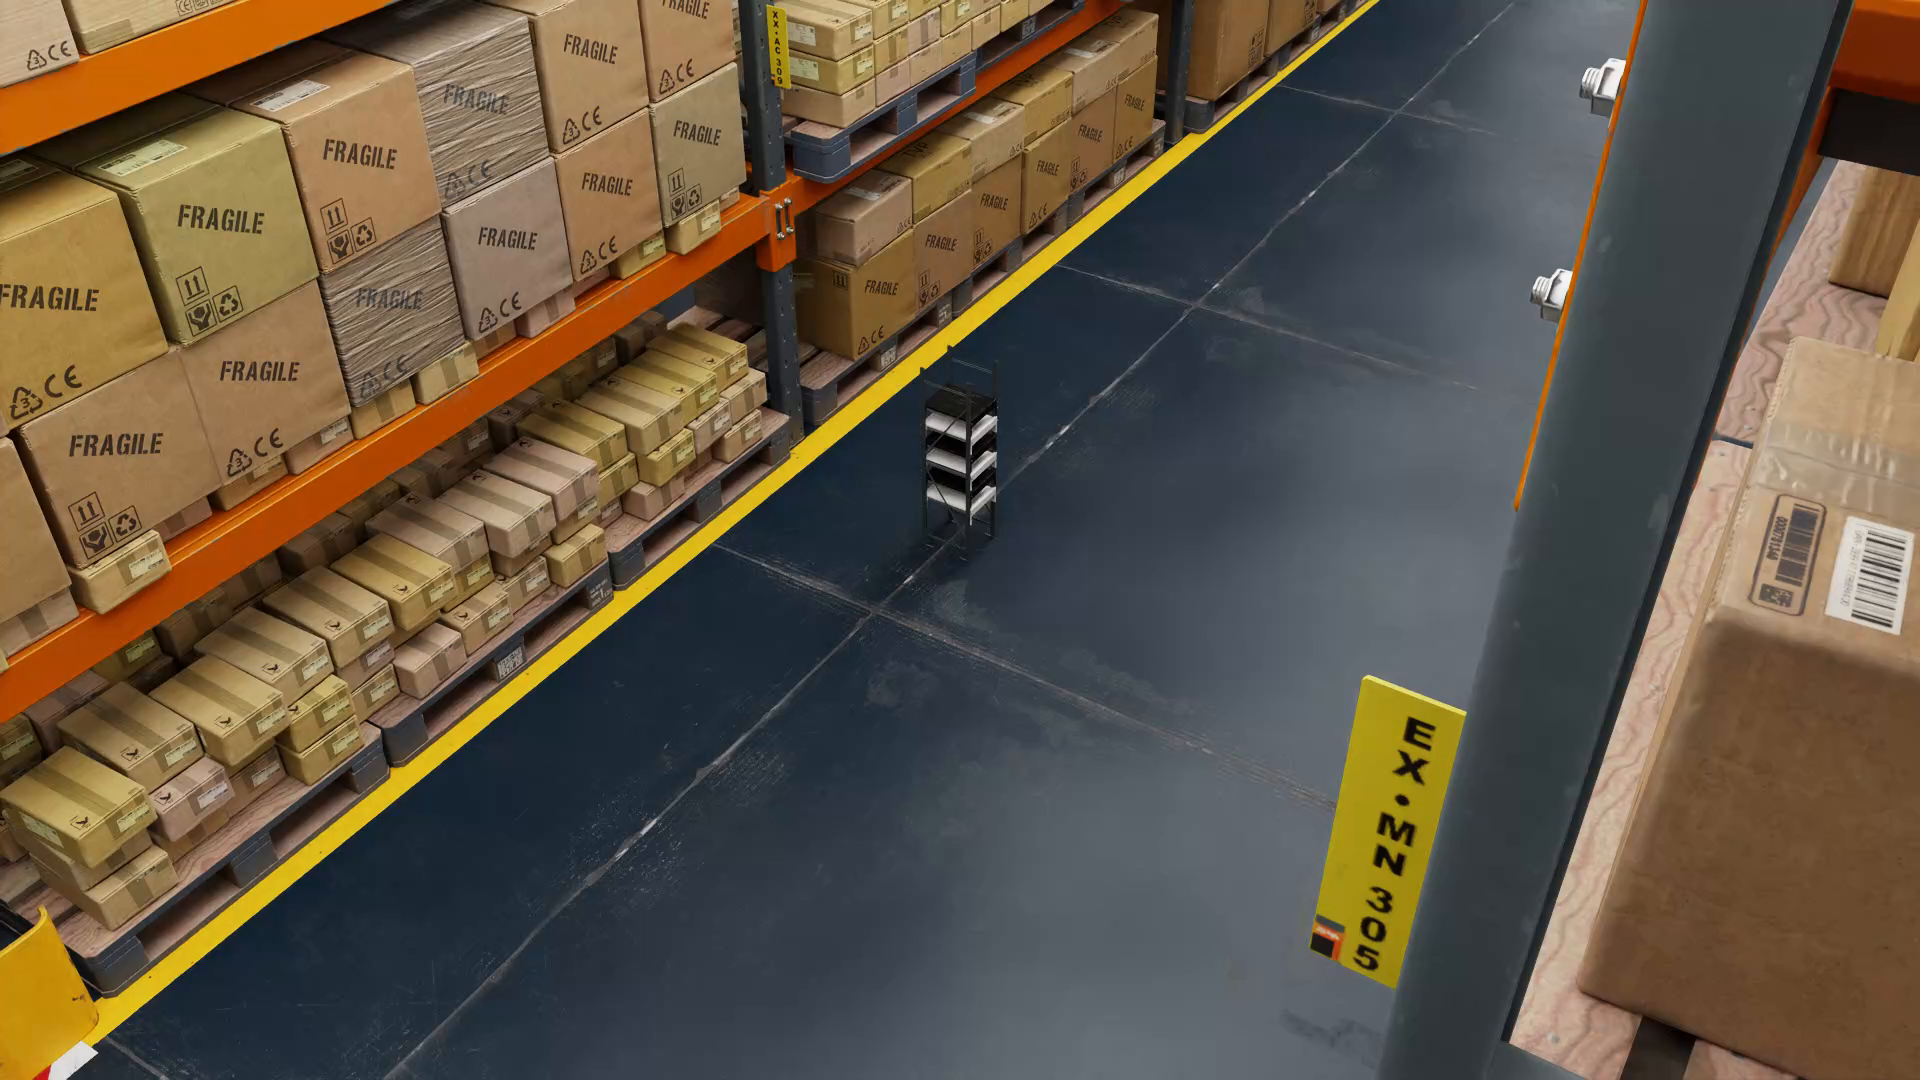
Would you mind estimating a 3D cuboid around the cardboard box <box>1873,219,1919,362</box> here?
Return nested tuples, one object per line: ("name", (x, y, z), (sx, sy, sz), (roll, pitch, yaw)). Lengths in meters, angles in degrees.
("cardboard box", (1.675, -0.311, 2.233), (0.700, 0.500, 0.500), (18, 41, 22))

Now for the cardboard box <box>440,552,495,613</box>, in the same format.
("cardboard box", (-2.029, 0.093, 6.420), (0.380, 0.149, 0.250), (23, 43, 27))

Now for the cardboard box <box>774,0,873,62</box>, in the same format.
("cardboard box", (-0.589, -2.151, 6.958), (0.380, 0.149, 0.250), (23, 43, 27))

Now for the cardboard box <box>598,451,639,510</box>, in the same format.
("cardboard box", (-1.569, -0.300, 6.930), (0.380, 0.149, 0.250), (22, 43, 26))

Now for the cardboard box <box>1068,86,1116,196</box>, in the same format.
("cardboard box", (0.542, -2.343, 9.536), (0.500, 0.500, 0.500), (23, 43, 27))

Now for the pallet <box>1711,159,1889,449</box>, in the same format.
("pallet", (1.844, -0.229, 2.707), (1.003, 0.211, 1.213), (21, 42, 25))

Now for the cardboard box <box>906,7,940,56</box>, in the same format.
("cardboard box", (-0.314, -2.301, 7.396), (0.380, 0.149, 0.250), (22, 43, 26))

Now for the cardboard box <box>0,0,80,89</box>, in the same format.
("cardboard box", (-2.589, -1.280, 4.120), (0.500, 0.250, 0.500), (23, 43, 26))

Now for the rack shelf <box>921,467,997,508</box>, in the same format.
("rack shelf", (-0.004, -0.255, 7.045), (0.258, 0.077, 0.200), (21, 42, 25))

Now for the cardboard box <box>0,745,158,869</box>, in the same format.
("cardboard box", (-2.764, 0.834, 5.215), (0.380, 0.149, 0.250), (19, 42, 23))

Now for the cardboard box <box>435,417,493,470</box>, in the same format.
("cardboard box", (-2.165, -0.443, 6.872), (0.380, 0.149, 0.250), (22, 43, 26))

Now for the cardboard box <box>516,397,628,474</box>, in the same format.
("cardboard box", (-1.595, -0.417, 6.837), (0.380, 0.149, 0.250), (23, 43, 27))

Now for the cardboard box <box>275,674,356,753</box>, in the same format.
("cardboard box", (-2.354, 0.550, 5.827), (0.380, 0.149, 0.250), (23, 43, 26))

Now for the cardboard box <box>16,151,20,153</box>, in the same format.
("cardboard box", (-2.754, -1.137, 5.123), (0.500, 0.500, 0.500), (23, 43, 27))

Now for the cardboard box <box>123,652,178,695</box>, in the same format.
("cardboard box", (-3.013, 0.477, 5.921), (0.380, 0.149, 0.250), (19, 42, 23))

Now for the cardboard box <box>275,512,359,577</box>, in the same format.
("cardboard box", (-2.523, -0.017, 6.319), (0.380, 0.149, 0.250), (20, 42, 24))

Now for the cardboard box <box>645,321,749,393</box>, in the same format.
("cardboard box", (-1.159, -0.800, 7.335), (0.380, 0.149, 0.250), (22, 43, 26))

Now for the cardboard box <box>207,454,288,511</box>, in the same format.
("cardboard box", (-2.401, -0.270, 5.349), (0.380, 0.149, 0.250), (21, 42, 25))

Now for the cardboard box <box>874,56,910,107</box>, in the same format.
("cardboard box", (-0.445, -2.060, 7.327), (0.380, 0.149, 0.250), (22, 43, 26))

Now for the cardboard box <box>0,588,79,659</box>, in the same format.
("cardboard box", (-2.780, 0.161, 4.790), (0.380, 0.149, 0.250), (23, 43, 27))

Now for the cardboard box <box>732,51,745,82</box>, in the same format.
("cardboard box", (-1.143, -2.132, 7.421), (0.380, 0.149, 0.250), (20, 42, 24))

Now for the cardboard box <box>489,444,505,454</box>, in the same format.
("cardboard box", (-1.960, -0.433, 7.103), (0.380, 0.149, 0.250), (19, 42, 23))

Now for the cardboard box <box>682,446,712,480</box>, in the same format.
("cardboard box", (-1.321, -0.413, 7.320), (0.380, 0.149, 0.250), (22, 43, 26))

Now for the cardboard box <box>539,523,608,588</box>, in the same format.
("cardboard box", (-1.665, 0.014, 6.766), (0.380, 0.149, 0.250), (21, 42, 25))

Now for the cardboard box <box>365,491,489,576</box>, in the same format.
("cardboard box", (-2.022, -0.011, 6.312), (0.380, 0.149, 0.250), (21, 42, 25))

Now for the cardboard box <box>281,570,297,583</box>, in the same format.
("cardboard box", (-2.593, 0.080, 6.437), (0.380, 0.149, 0.250), (23, 43, 27))

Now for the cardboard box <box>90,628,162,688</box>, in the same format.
("cardboard box", (-3.047, 0.352, 5.841), (0.380, 0.149, 0.250), (20, 42, 24))

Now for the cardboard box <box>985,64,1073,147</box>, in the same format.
("cardboard box", (0.263, -2.372, 8.960), (0.500, 0.250, 0.500), (22, 43, 26))

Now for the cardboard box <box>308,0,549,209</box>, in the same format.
("cardboard box", (-1.770, -1.491, 5.583), (0.500, 0.500, 0.500), (22, 43, 26))

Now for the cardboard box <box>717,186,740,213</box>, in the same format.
("cardboard box", (-1.144, -1.473, 6.909), (0.380, 0.149, 0.250), (21, 42, 25))

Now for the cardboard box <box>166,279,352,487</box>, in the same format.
("cardboard box", (-2.319, -0.565, 5.200), (0.500, 0.500, 0.500), (22, 43, 26))

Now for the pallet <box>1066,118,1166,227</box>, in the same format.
("pallet", (0.535, -2.351, 10.127), (1.003, 0.211, 1.213), (21, 42, 25))

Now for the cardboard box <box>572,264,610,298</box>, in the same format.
("cardboard box", (-1.579, -1.075, 6.394), (0.380, 0.149, 0.250), (20, 42, 24))

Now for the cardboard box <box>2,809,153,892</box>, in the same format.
("cardboard box", (-2.834, 0.925, 5.341), (0.380, 0.149, 0.250), (23, 43, 27))

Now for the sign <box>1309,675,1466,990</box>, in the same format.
("sign", (0.352, 0.249, 1.353), (0.100, 0.325, 0.005), (21, 42, 25))

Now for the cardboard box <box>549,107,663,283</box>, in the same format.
("cardboard box", (-1.488, -1.344, 6.211), (0.500, 0.500, 0.500), (20, 42, 24))

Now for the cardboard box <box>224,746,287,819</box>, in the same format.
("cardboard box", (-2.582, 0.772, 5.783), (0.380, 0.149, 0.250), (22, 43, 26))

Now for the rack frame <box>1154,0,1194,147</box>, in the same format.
("rack frame", (0.955, -3.858, 9.798), (1.000, 3.000, 0.127), (21, 42, 25))

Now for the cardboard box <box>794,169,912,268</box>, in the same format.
("cardboard box", (-0.569, -1.564, 7.911), (0.500, 0.250, 0.500), (19, 42, 23))

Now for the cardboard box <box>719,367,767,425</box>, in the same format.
("cardboard box", (-1.089, -0.685, 7.429), (0.380, 0.149, 0.250), (22, 43, 26))

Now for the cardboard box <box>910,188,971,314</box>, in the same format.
("cardboard box", (-0.286, -1.540, 8.494), (0.500, 0.500, 0.500), (23, 43, 27))

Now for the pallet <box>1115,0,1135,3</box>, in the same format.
("pallet", (0.663, -3.380, 9.334), (1.213, 0.211, 1.003), (21, 42, 25))

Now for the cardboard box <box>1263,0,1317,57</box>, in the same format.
("cardboard box", (1.822, -3.870, 11.311), (1.050, 0.750, 0.750), (22, 43, 26))

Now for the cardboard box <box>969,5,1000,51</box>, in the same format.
("cardboard box", (-0.037, -2.448, 7.831), (0.380, 0.149, 0.250), (19, 42, 23))

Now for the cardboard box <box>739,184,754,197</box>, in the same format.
("cardboard box", (-1.003, -1.736, 8.134), (0.500, 0.250, 0.500), (20, 42, 24))

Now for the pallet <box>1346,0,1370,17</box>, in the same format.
("pallet", (2.748, -4.393, 12.776), (1.003, 0.211, 1.213), (21, 42, 25))

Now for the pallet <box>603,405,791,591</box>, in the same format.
("pallet", (-1.518, -0.334, 7.510), (1.003, 0.211, 1.213), (21, 42, 25))

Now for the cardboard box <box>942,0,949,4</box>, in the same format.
("cardboard box", (-0.169, -2.556, 7.483), (0.380, 0.149, 0.250), (21, 42, 25))

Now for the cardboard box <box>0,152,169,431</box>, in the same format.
("cardboard box", (-2.602, -0.694, 4.549), (0.500, 0.500, 0.500), (22, 43, 26))

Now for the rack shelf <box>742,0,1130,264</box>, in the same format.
("rack shelf", (-0.117, -2.542, 8.680), (1.077, 0.370, 4.000), (21, 42, 25))

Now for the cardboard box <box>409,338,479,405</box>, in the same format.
("cardboard box", (-1.921, -0.643, 5.833), (0.380, 0.149, 0.250), (22, 43, 26))

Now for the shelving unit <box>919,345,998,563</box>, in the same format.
("shelving unit", (-0.004, -0.352, 6.970), (0.258, 0.900, 0.210), (21, 42, 25))

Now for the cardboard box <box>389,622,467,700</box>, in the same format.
("cardboard box", (-2.089, 0.413, 6.248), (0.380, 0.149, 0.250), (19, 42, 23))

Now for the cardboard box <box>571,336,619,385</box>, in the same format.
("cardboard box", (-1.745, -0.836, 7.382), (0.380, 0.149, 0.250), (23, 43, 27))

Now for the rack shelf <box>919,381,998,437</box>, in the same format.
("rack shelf", (-0.004, -0.540, 6.825), (0.258, 0.077, 0.200), (21, 42, 25))

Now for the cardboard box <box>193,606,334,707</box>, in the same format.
("cardboard box", (-2.411, 0.410, 5.765), (0.380, 0.149, 0.250), (19, 42, 23))
